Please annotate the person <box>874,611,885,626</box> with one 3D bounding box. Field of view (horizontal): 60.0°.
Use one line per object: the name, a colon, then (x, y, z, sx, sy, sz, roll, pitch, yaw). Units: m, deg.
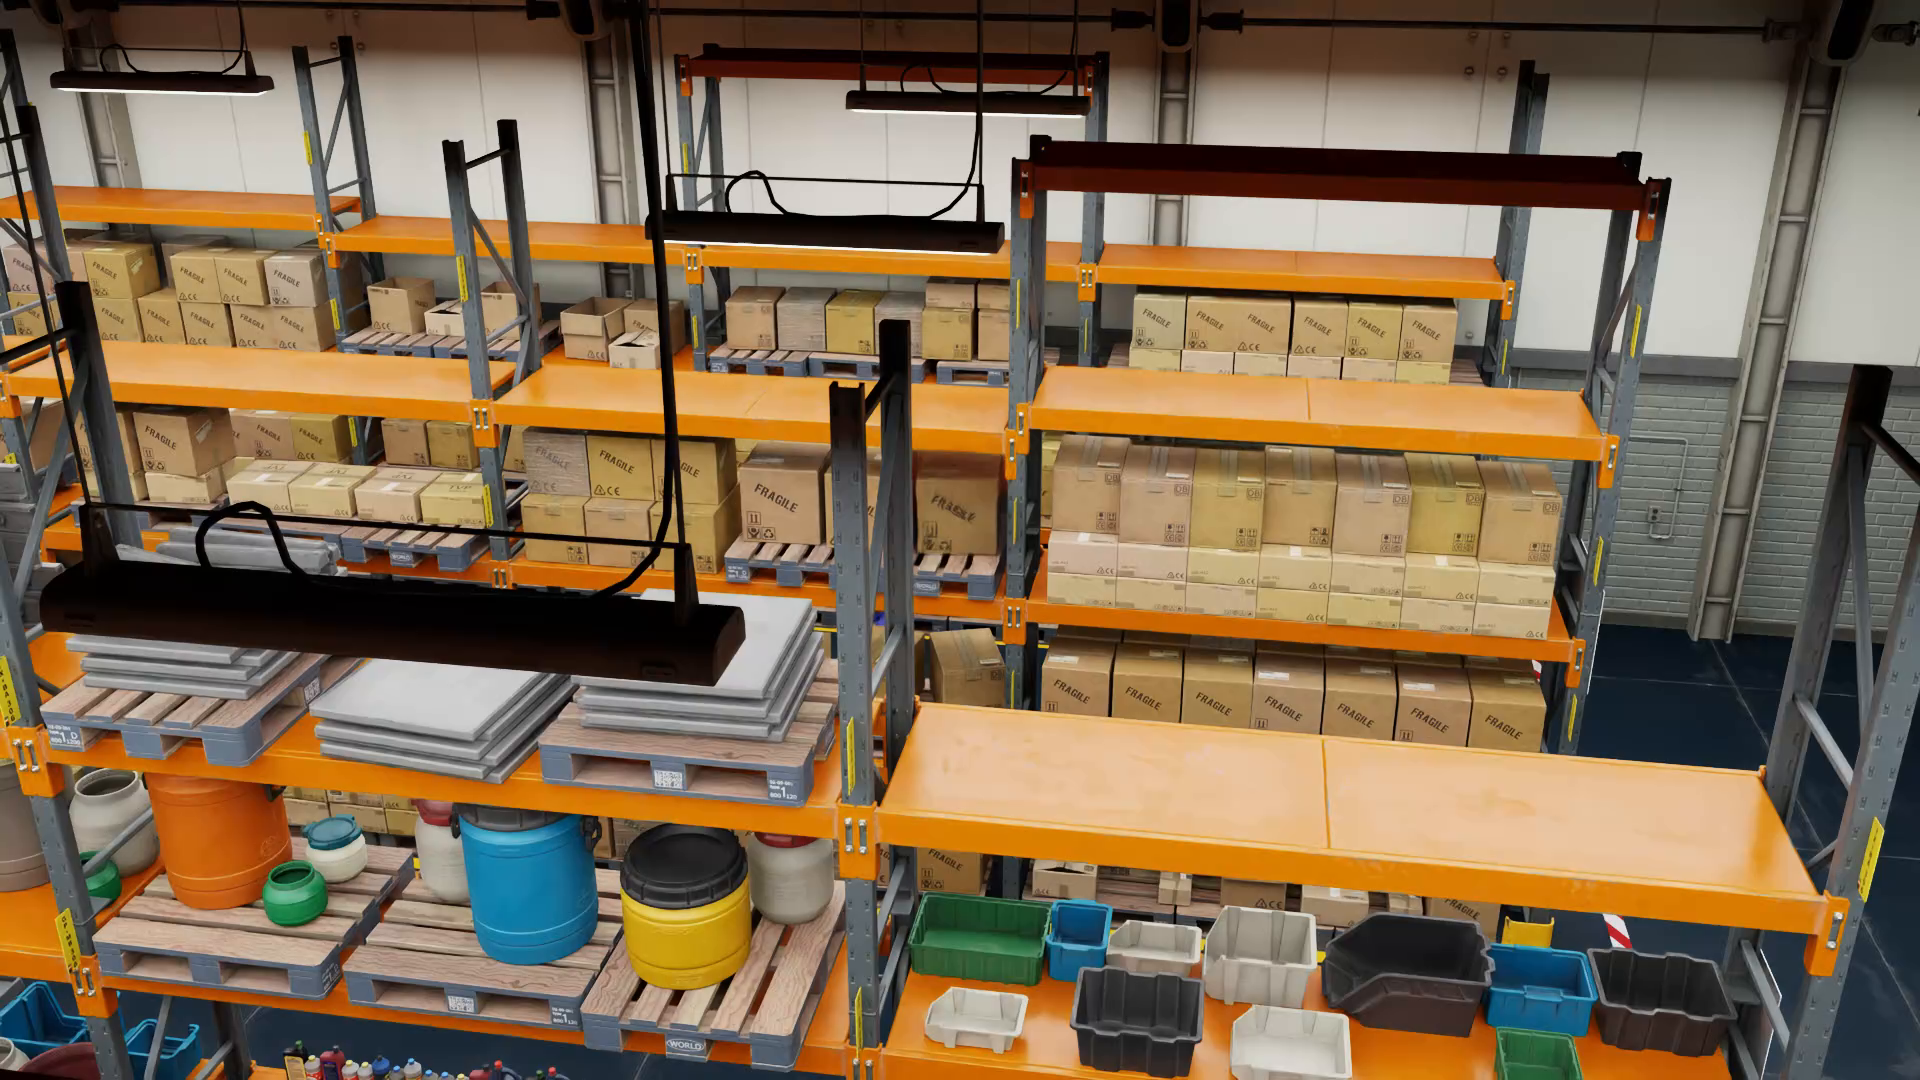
person: (-0.614, 1.210, 15.447, 0.535, 1.641, 0.540, 3, 23, 7)
